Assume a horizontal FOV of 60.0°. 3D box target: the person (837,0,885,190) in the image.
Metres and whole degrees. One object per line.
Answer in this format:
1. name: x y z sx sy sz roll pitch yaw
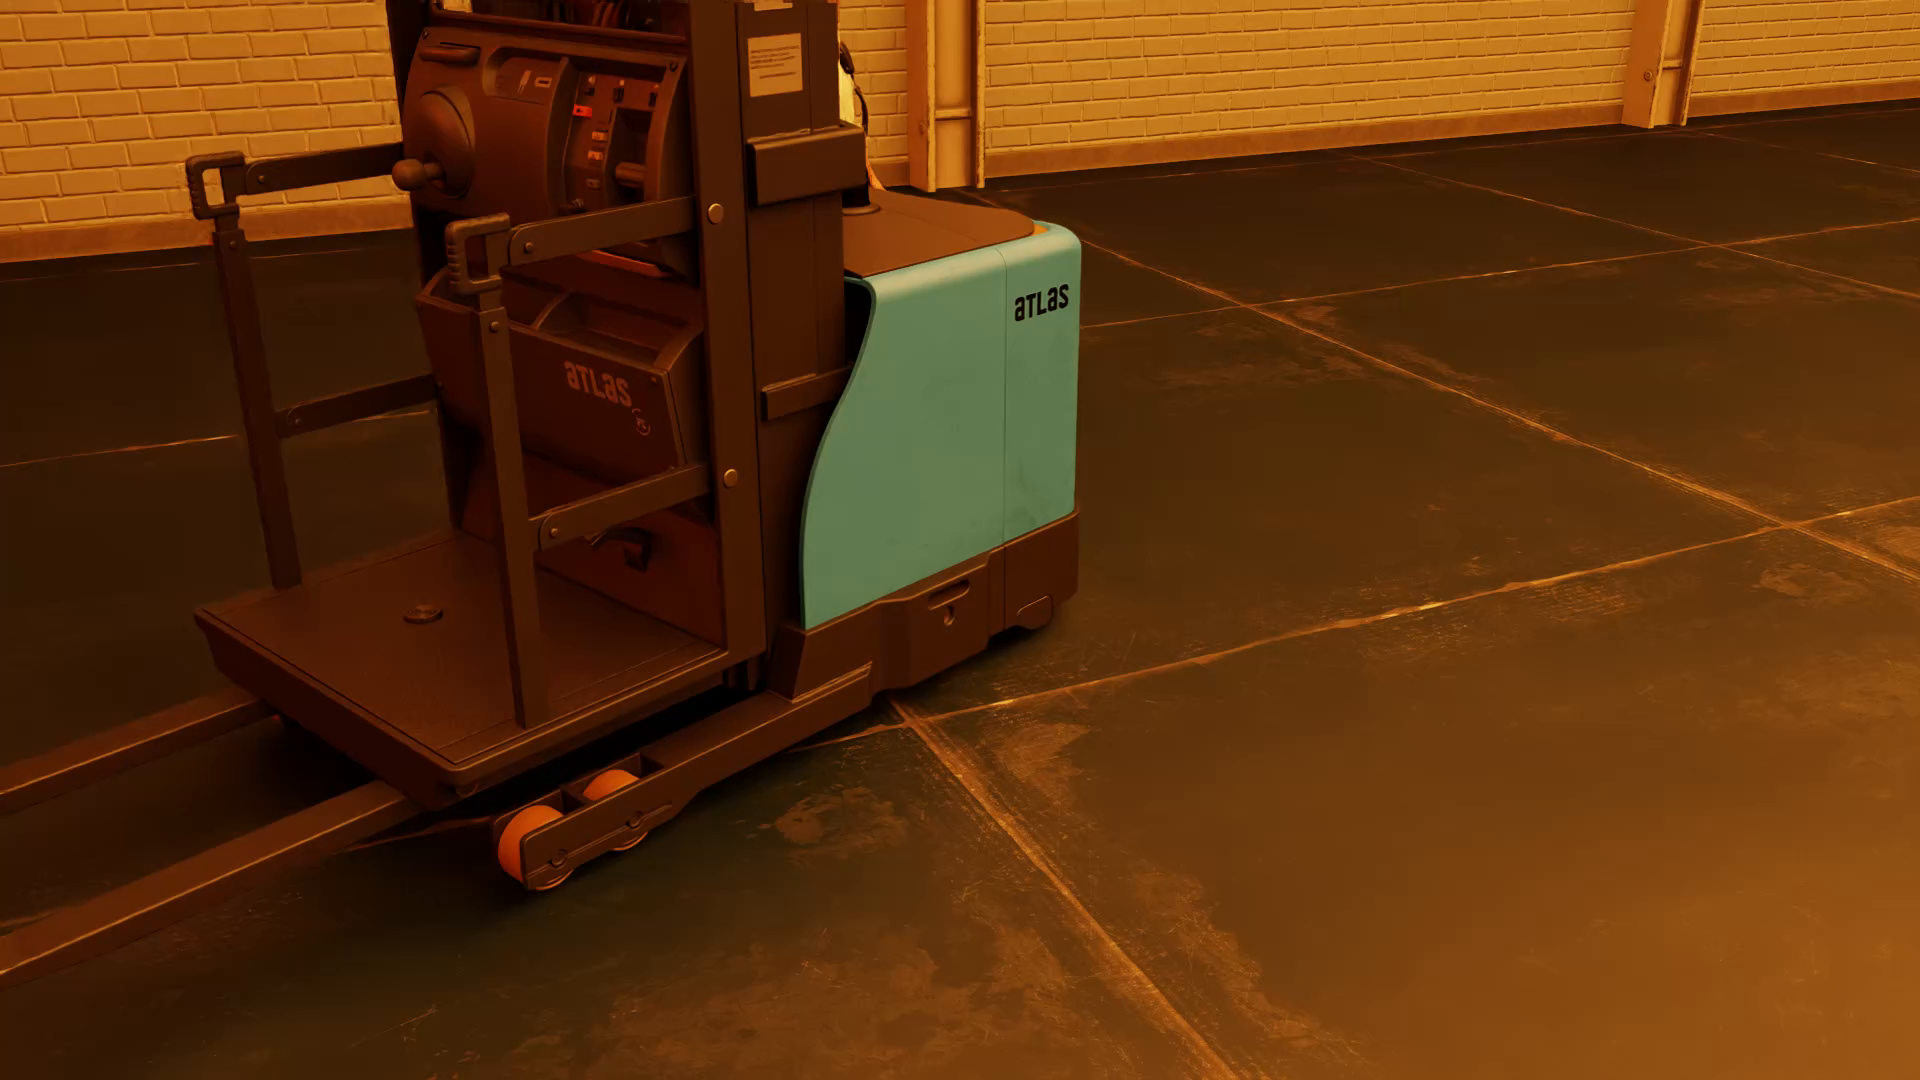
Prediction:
1. person: -0.509 -1.104 5.522 0.440 1.721 0.787 10 24 22

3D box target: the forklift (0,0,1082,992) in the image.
1. forklift: -1.036 -0.861 3.359 1.130 2.935 3.031 19 29 38
